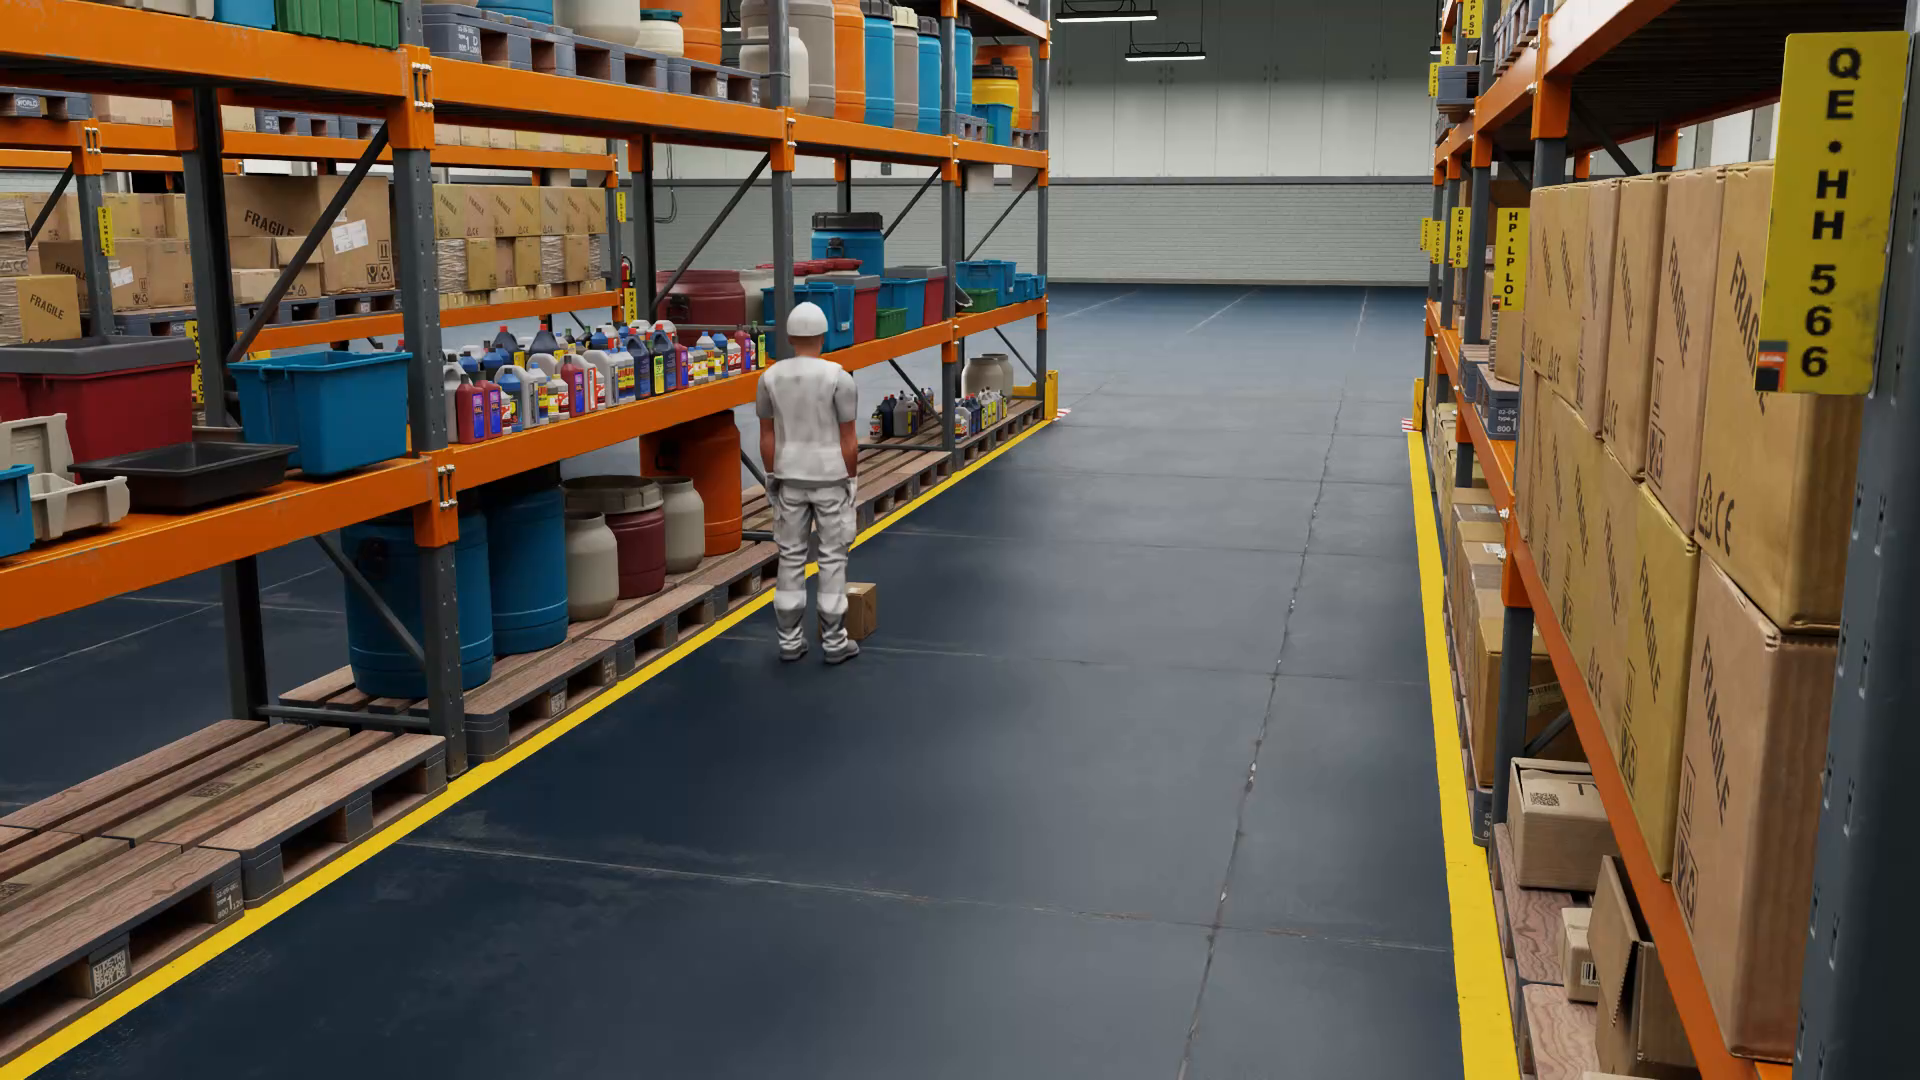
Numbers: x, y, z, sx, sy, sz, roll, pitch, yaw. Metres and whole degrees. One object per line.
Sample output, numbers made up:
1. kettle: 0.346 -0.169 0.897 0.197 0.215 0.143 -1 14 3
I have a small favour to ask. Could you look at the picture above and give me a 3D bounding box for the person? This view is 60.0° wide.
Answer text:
1. person: -0.742 -0.286 8.299 0.523 1.790 0.331 3 12 15
